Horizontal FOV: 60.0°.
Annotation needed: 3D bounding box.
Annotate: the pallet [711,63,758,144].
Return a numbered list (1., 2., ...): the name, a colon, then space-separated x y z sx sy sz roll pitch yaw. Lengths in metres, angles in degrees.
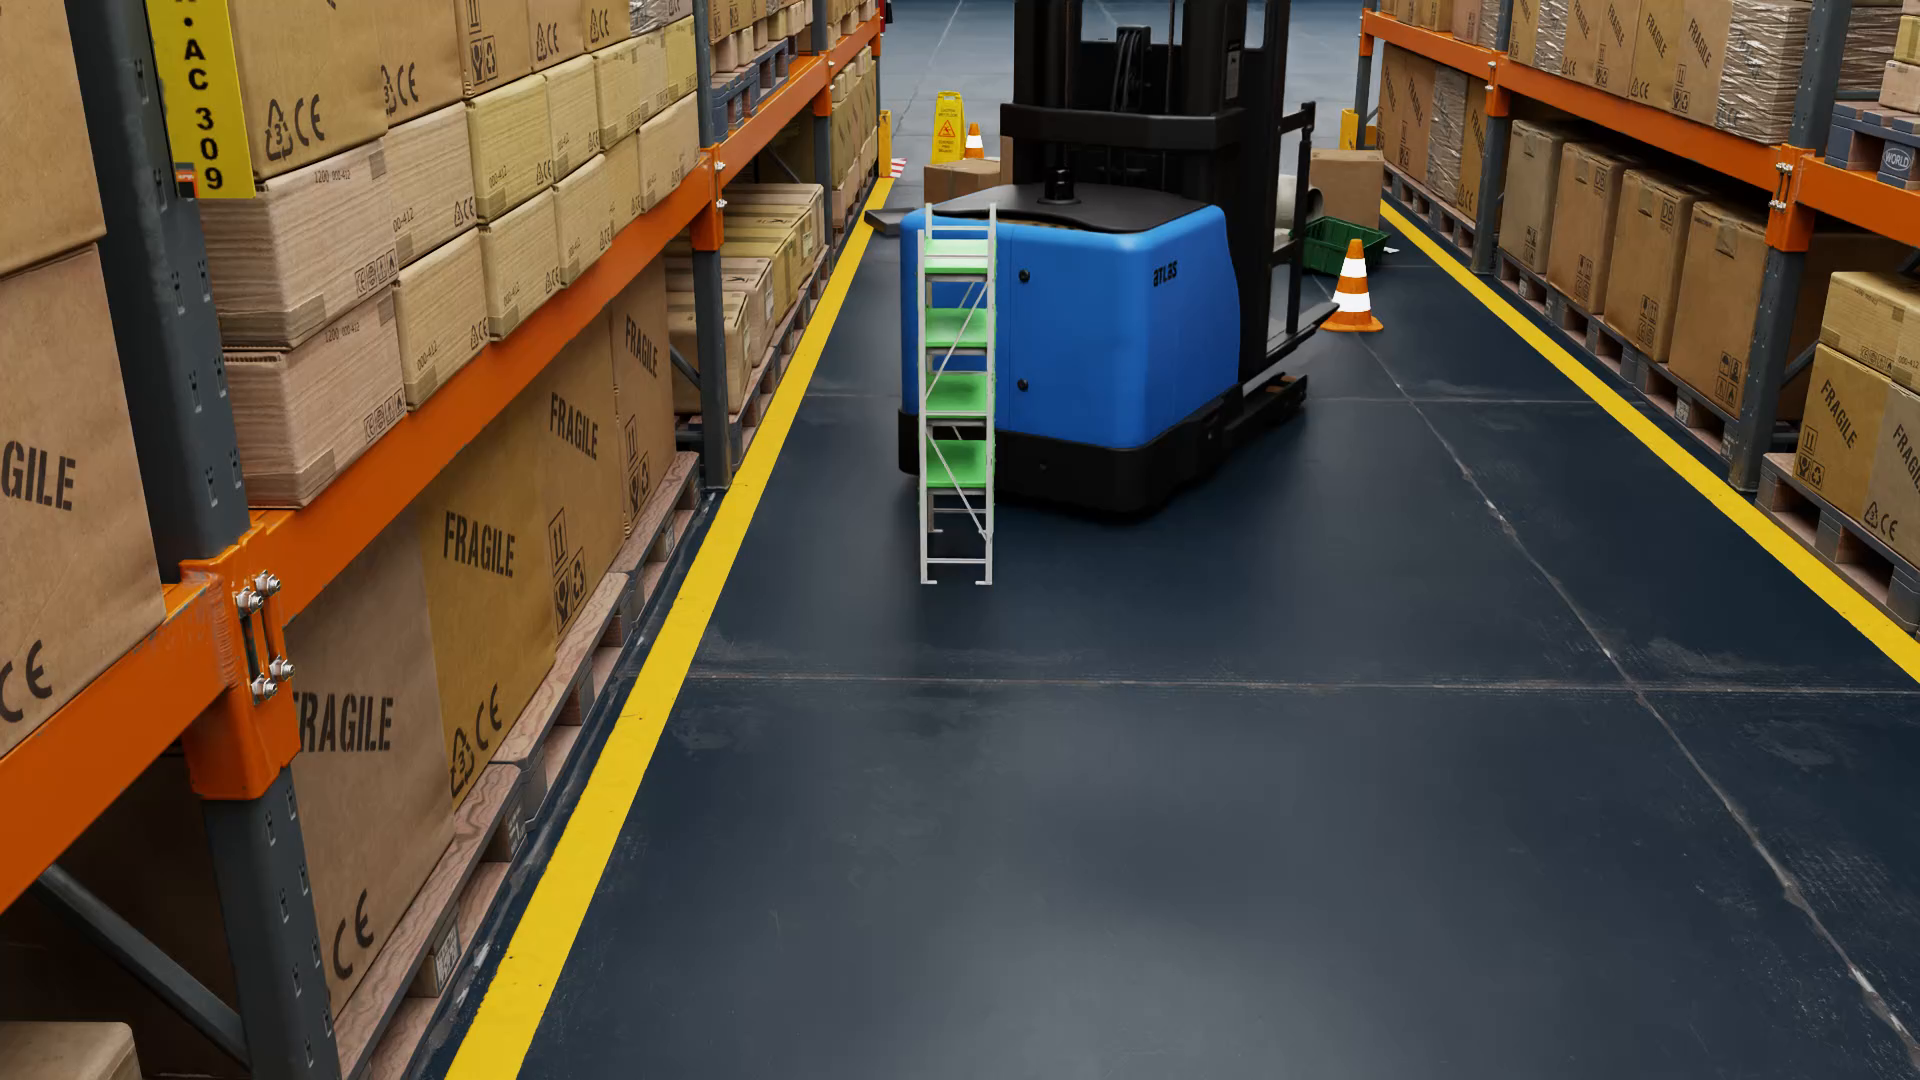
1. pallet: -1.492 -1.781 6.738 1.213 0.211 1.003 1 21 2

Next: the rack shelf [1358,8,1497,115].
1. rack shelf: 3.726 -3.428 11.712 1.077 0.370 4.000 1 21 2

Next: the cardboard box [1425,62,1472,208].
1. cardboard box: 3.778 -2.798 11.450 0.875 0.875 0.875 1 21 2

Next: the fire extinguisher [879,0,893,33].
1. fire extinguisher: -0.700 -4.505 13.599 0.296 0.674 0.183 1 21 2

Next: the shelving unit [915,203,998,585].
1. shelving unit: -0.005 -0.500 5.658 0.258 1.200 0.503 1 21 2

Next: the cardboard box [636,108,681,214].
1. cardboard box: -1.163 -1.171 5.108 0.500 0.250 0.500 1 21 3

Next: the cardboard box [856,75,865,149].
1. cardboard box: -0.962 -3.104 12.067 0.500 0.500 0.500 0 21 0

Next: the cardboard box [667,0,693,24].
1. cardboard box: -1.161 -1.935 5.348 0.500 0.500 0.500 0 21 0

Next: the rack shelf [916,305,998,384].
1. rack shelf: -0.005 -0.664 5.594 0.258 0.148 0.480 1 21 2

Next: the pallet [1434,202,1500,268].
1. pallet: 3.767 -2.014 10.929 1.003 0.211 1.213 1 21 2

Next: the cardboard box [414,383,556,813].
1. cardboard box: -1.570 0.077 4.039 0.875 0.875 0.875 1 21 3

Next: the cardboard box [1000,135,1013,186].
1. cardboard box: 0.495 -2.237 10.057 0.500 0.500 0.500 1 21 2

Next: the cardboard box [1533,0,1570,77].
1. cardboard box: 3.366 -2.717 8.747 0.500 0.500 0.500 1 21 2

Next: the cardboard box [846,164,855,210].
1. cardboard box: -0.993 -2.376 11.225 0.500 0.250 0.500 2 21 5

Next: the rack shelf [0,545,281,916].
1. rack shelf: -1.590 0.893 0.576 1.077 0.370 4.000 1 21 2

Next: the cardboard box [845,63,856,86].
1. cardboard box: -0.915 -3.162 11.319 0.380 0.149 0.250 2 21 5

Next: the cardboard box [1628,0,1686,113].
1. cardboard box: 3.321 -2.167 7.330 0.500 0.500 0.500 0 21 1

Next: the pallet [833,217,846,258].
1. pallet: -1.300 -2.001 10.895 1.003 0.211 1.213 1 21 2

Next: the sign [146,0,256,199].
1. sign: -0.974 -0.601 2.124 0.100 0.325 0.005 1 21 2

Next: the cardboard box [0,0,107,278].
1. cardboard box: -1.267 -0.505 1.663 0.500 0.500 0.500 0 21 1

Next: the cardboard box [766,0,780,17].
1. cardboard box: -1.121 -2.714 7.748 0.500 0.500 0.500 0 21 0

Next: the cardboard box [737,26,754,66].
1. cardboard box: -1.086 -2.106 7.075 0.380 0.149 0.250 1 21 2

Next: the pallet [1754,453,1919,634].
1. pallet: 3.519 -0.011 5.767 1.003 0.211 1.213 1 21 2

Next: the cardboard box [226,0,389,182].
1. cardboard box: -1.228 -0.834 2.512 0.500 0.500 0.500 1 21 2

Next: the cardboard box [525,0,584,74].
1. cardboard box: -1.213 -1.387 3.936 0.500 0.500 0.500 0 21 1

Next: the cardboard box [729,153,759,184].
1. cardboard box: -1.536 -2.539 10.609 0.500 0.500 0.500 0 21 1

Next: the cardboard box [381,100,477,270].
1. cardboard box: -1.246 -0.674 3.134 0.500 0.250 0.500 1 21 2

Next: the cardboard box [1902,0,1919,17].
1. cardboard box: 3.336 -1.783 5.423 0.380 0.149 0.250 1 21 2

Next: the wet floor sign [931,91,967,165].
1. wet floor sign: -0.088 -3.464 14.064 0.267 0.644 0.232 8 23 20

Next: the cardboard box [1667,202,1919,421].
1. cardboard box: 3.652 -0.960 6.886 1.050 0.750 0.750 0 21 1

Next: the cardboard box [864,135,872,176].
1. cardboard box: -0.943 -2.936 12.669 0.500 0.250 0.500 1 21 2

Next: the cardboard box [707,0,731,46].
1. cardboard box: -1.162 -2.153 6.301 0.500 0.500 0.500 0 21 0

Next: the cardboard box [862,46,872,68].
1. cardboard box: -0.871 -3.644 12.562 0.380 0.149 0.250 1 21 3

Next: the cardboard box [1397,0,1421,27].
1. cardboard box: 3.684 -4.022 12.040 0.875 0.550 0.550 1 21 2

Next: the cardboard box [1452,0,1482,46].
1. cardboard box: 3.659 -3.443 10.548 0.875 0.550 0.550 1 21 2

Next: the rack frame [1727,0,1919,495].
1. rack frame: 3.544 -1.594 5.990 1.000 3.000 0.127 1 21 2

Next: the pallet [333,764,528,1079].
1. pallet: -1.581 0.855 3.535 1.003 0.211 1.213 1 21 2

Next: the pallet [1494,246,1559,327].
1. pallet: 3.717 -1.460 9.501 1.003 0.211 1.213 1 21 2

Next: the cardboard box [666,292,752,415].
1. cardboard box: -1.380 -0.787 6.962 0.950 0.372 0.625 -1 21 -2

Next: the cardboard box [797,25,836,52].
1. cardboard box: -0.955 -3.051 10.094 0.380 0.149 0.250 1 21 1

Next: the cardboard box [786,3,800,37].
1. cardboard box: -1.027 -2.667 8.522 0.380 0.149 0.250 1 21 2

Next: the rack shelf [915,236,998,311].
1. rack shelf: -0.005 -0.887 5.507 0.258 0.148 0.480 1 21 2

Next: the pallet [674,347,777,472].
1. pallet: -1.382 -0.594 7.269 1.003 0.211 1.213 1 21 2

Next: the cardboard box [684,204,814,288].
1. cardboard box: -1.317 -1.579 9.004 0.950 0.372 0.625 2 21 5

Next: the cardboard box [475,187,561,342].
1. cardboard box: -1.206 -0.624 3.698 0.500 0.250 0.500 0 21 1

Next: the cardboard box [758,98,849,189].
1. cardboard box: -0.998 -2.532 10.592 0.500 0.500 0.500 2 21 4

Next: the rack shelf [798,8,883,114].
1. rack shelf: -1.225 -3.446 11.758 1.077 0.370 4.000 1 21 2

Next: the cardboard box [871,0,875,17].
1. cardboard box: -0.858 -4.157 12.943 0.380 0.149 0.250 0 21 1

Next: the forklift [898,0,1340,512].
1. forklift: 0.919 -1.958 7.023 1.130 2.935 3.031 11 24 27

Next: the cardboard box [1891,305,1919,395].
1. cardboard box: 3.265 -0.544 5.123 0.500 0.250 0.500 0 21 1

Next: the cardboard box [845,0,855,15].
1. cardboard box: -0.973 -3.763 11.030 0.500 0.500 0.500 0 21 1

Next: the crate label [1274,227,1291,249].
1. crate label: 2.084 -1.965 10.904 0.298 0.136 0.250 -16 26 -35

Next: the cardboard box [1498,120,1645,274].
1. cardboard box: 3.736 -1.962 9.468 1.050 0.750 0.750 1 21 1

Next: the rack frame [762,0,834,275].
1. rack frame: -1.285 -3.058 9.764 1.000 3.000 0.127 1 21 2

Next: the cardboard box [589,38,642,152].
1. cardboard box: -1.175 -1.226 4.559 0.500 0.250 0.500 0 21 0

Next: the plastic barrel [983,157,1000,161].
1. plastic barrel: 0.287 -2.540 11.990 0.512 0.421 0.421 18 27 38
